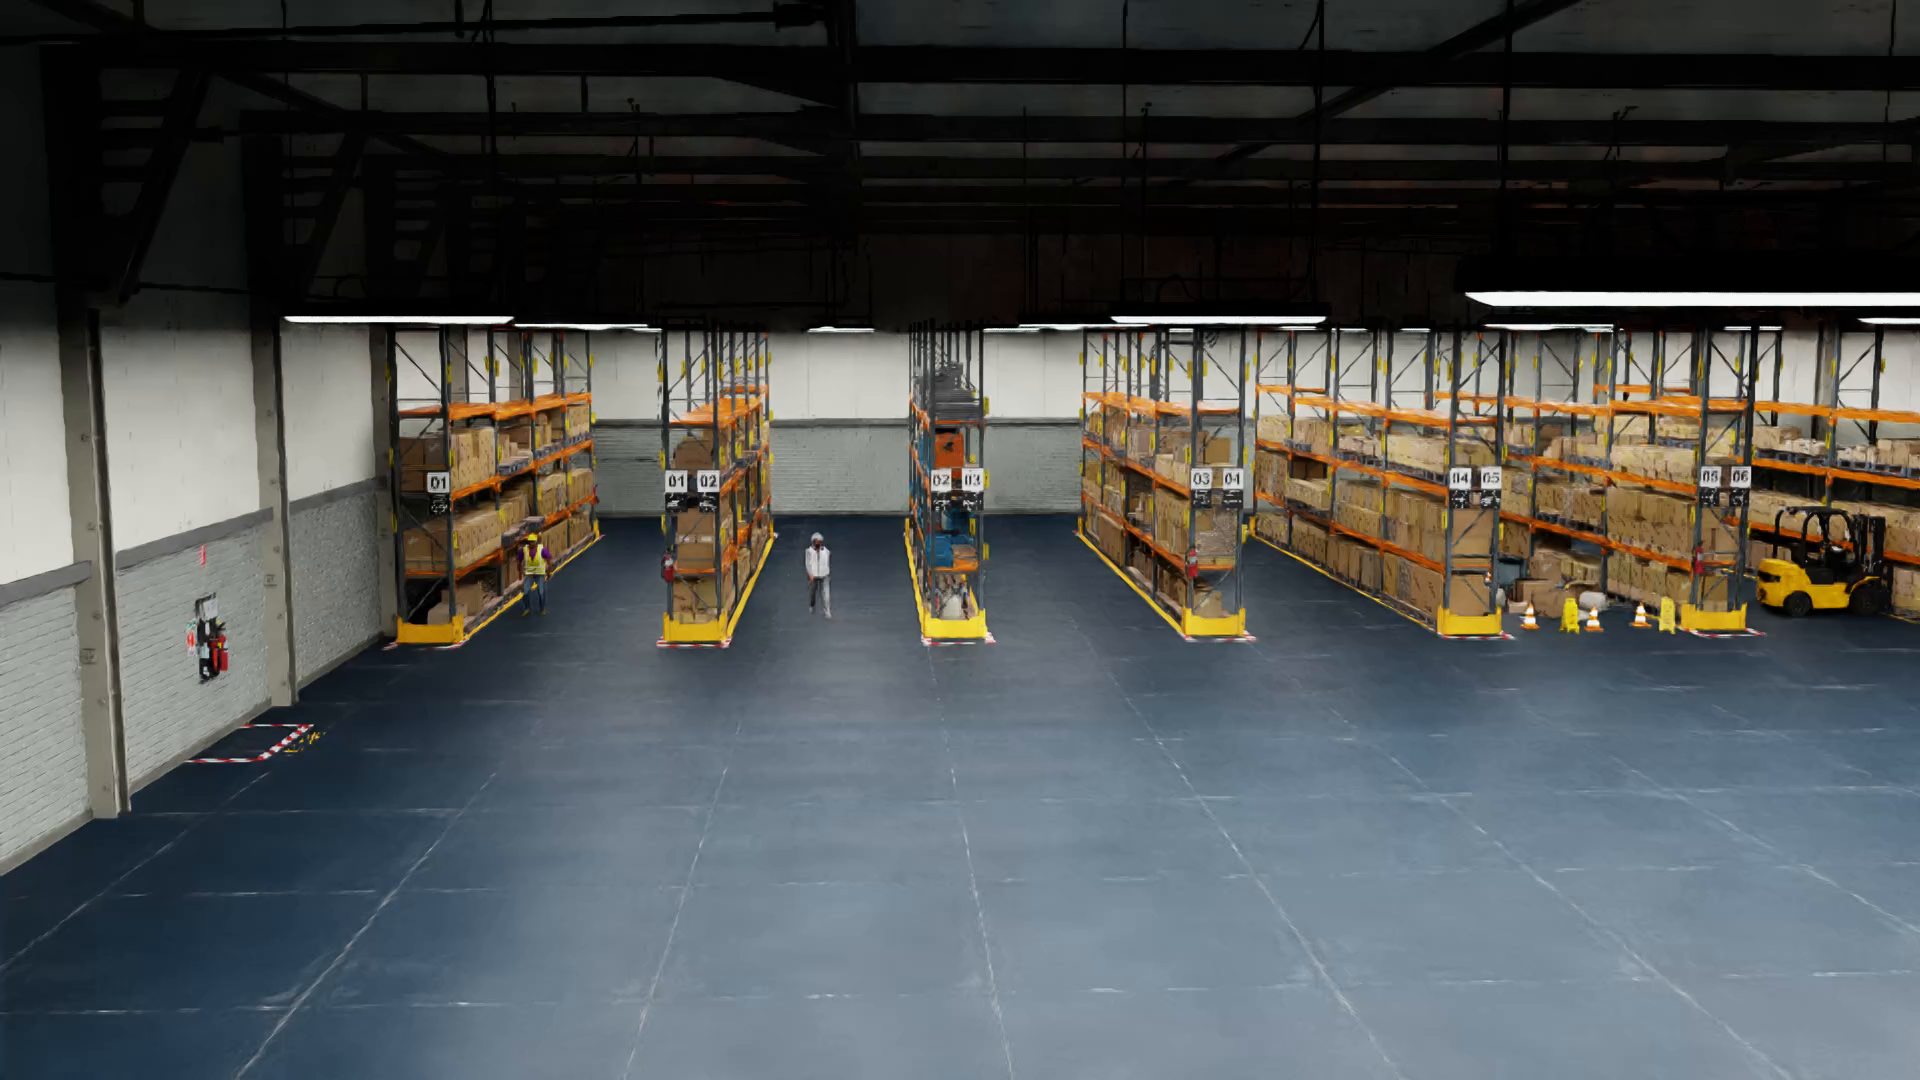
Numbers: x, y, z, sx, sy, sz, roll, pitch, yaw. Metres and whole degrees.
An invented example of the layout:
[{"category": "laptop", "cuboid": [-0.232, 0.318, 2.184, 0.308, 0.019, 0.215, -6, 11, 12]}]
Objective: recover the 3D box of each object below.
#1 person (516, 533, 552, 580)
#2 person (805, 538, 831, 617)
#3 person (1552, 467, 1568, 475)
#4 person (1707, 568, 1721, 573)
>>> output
[{"category": "person", "cuboid": [-8.686, 0.337, 33.846, 0.719, 0.981, 0.485, -1, 7, -6]}, {"category": "person", "cuboid": [-2.897, 0.719, 33.817, 0.538, 1.662, 1.026, -1, 7, -11]}, {"category": "person", "cuboid": [19.130, -1.676, 52.934, 0.451, 1.712, 0.671, -6, 9, -38]}, {"category": "person", "cuboid": [16.181, 0.476, 35.786, 0.477, 1.667, 0.523, 4, 8, 28]}]
